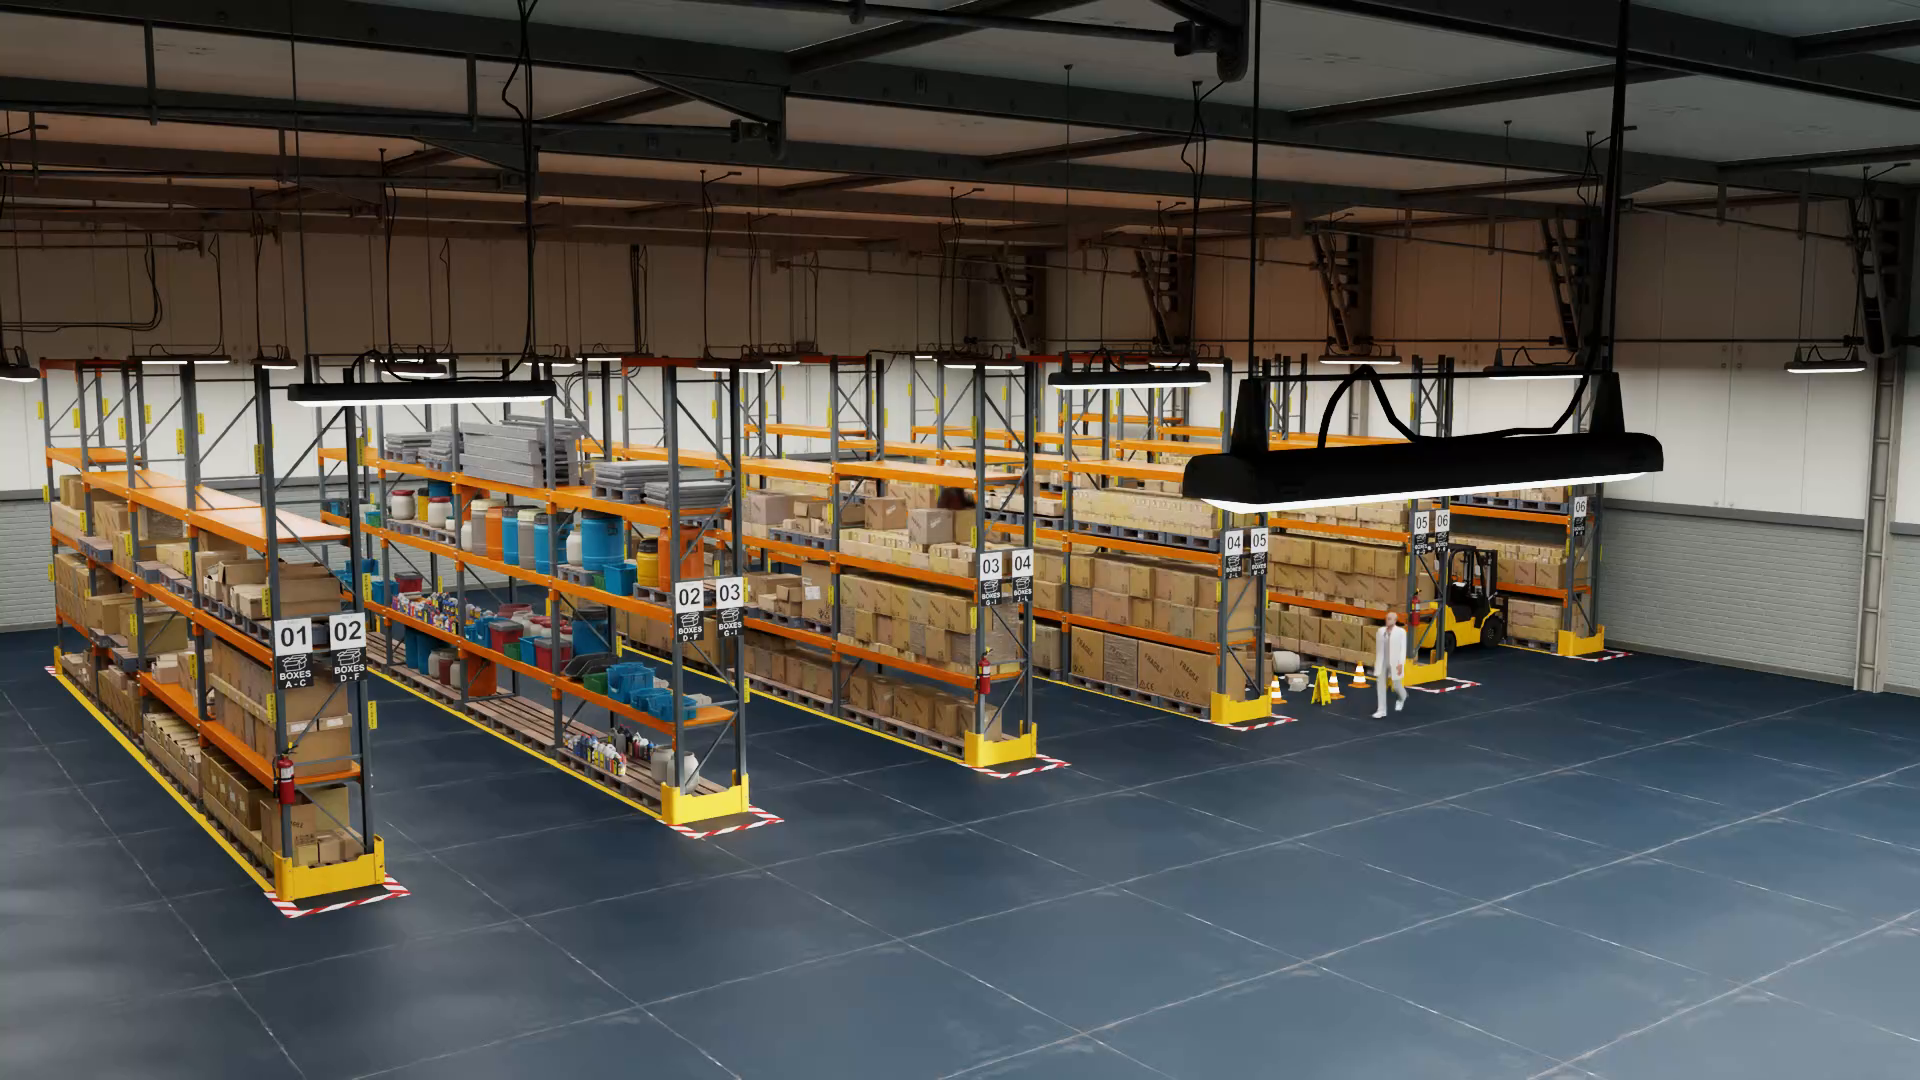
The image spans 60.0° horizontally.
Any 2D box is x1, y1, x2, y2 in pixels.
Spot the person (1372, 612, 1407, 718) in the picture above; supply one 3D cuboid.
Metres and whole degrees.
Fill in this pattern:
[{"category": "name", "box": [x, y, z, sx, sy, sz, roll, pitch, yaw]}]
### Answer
[{"category": "person", "box": [7.265, 2.086, 28.062, 0.559, 1.762, 0.910, 4, 8, 30]}]
